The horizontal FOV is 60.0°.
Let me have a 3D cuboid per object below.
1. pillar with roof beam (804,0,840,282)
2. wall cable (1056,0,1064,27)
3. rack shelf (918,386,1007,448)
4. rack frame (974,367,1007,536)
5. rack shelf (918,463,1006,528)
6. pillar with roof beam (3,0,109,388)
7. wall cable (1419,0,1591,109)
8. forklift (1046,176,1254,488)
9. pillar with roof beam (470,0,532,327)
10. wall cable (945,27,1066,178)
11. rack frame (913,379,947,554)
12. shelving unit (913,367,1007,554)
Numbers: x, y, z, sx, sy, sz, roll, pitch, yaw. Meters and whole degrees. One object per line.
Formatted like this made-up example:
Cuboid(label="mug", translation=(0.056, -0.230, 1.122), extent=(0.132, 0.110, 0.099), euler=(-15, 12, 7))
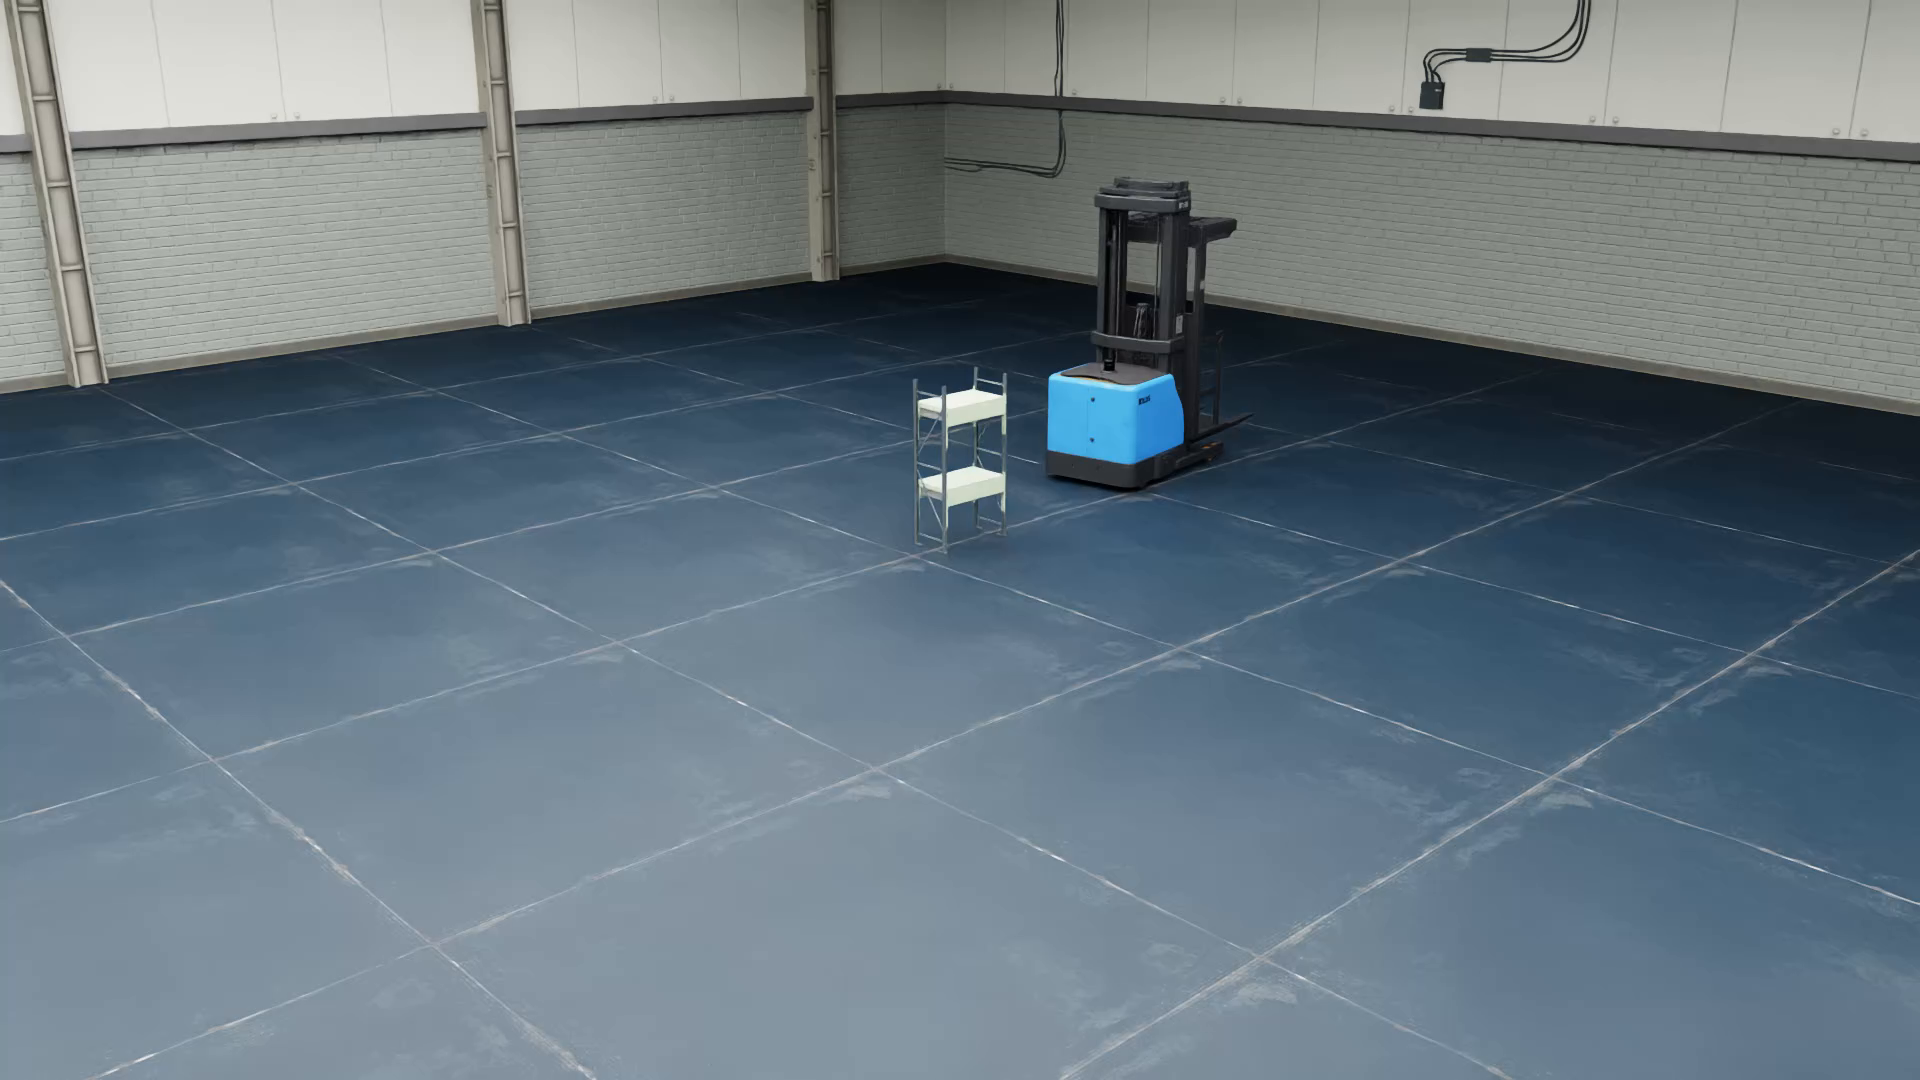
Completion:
Cuboid(label="pillar with roof beam", translation=(0.615, -7.844, 24.588), extent=(0.400, 9.000, 9.100), euler=(-16, 24, -41))
Cuboid(label="wall cable", translation=(2.565, -9.456, 26.405), extent=(0.112, 2.526, 3.097), euler=(-16, 24, -41))
Cuboid(label="rack shelf", translation=(0.005, -1.086, 14.637), extent=(0.720, 0.370, 0.431), euler=(-16, 24, -41))
Cuboid(label="rack frame", translation=(0.271, -0.792, 14.997), extent=(0.023, 1.500, 0.400), euler=(-16, 24, -41))
Cuboid(label="rack shelf", translation=(0.005, -0.405, 14.858), extent=(0.720, 0.370, 0.431), euler=(-16, 24, -41))
Cuboid(label="pillar with roof beam", translation=(-8.104, -5.301, 16.745), extent=(0.400, 9.000, 9.100), euler=(-16, 24, -41))
Cuboid(label="wall cable", translation=(7.218, -8.624, 21.478), extent=(0.169, 6.003, 2.305), euler=(-16, 24, -41))
Cuboid(label="forklift", translation=(2.146, -2.297, 17.318), extent=(1.130, 2.935, 3.031), euler=(13, 22, 34))
Cuboid(label="pillar with roof beam", translation=(-3.744, -6.573, 20.666), extent=(0.400, 9.000, 9.100), euler=(-16, 24, -41))
Cuboid(label="wall cable", translation=(0.707, -7.660, 29.054), extent=(0.112, 2.526, 3.097), euler=(-16, 24, -41))
Cuboid(label="rack frame", translation=(-0.261, -0.637, 14.519), extent=(0.023, 1.500, 0.400), euler=(-16, 24, -41))
Cuboid(label="shelving unit", translation=(0.005, -0.715, 14.758), extent=(0.755, 1.500, 0.431), euler=(-16, 24, -41))
